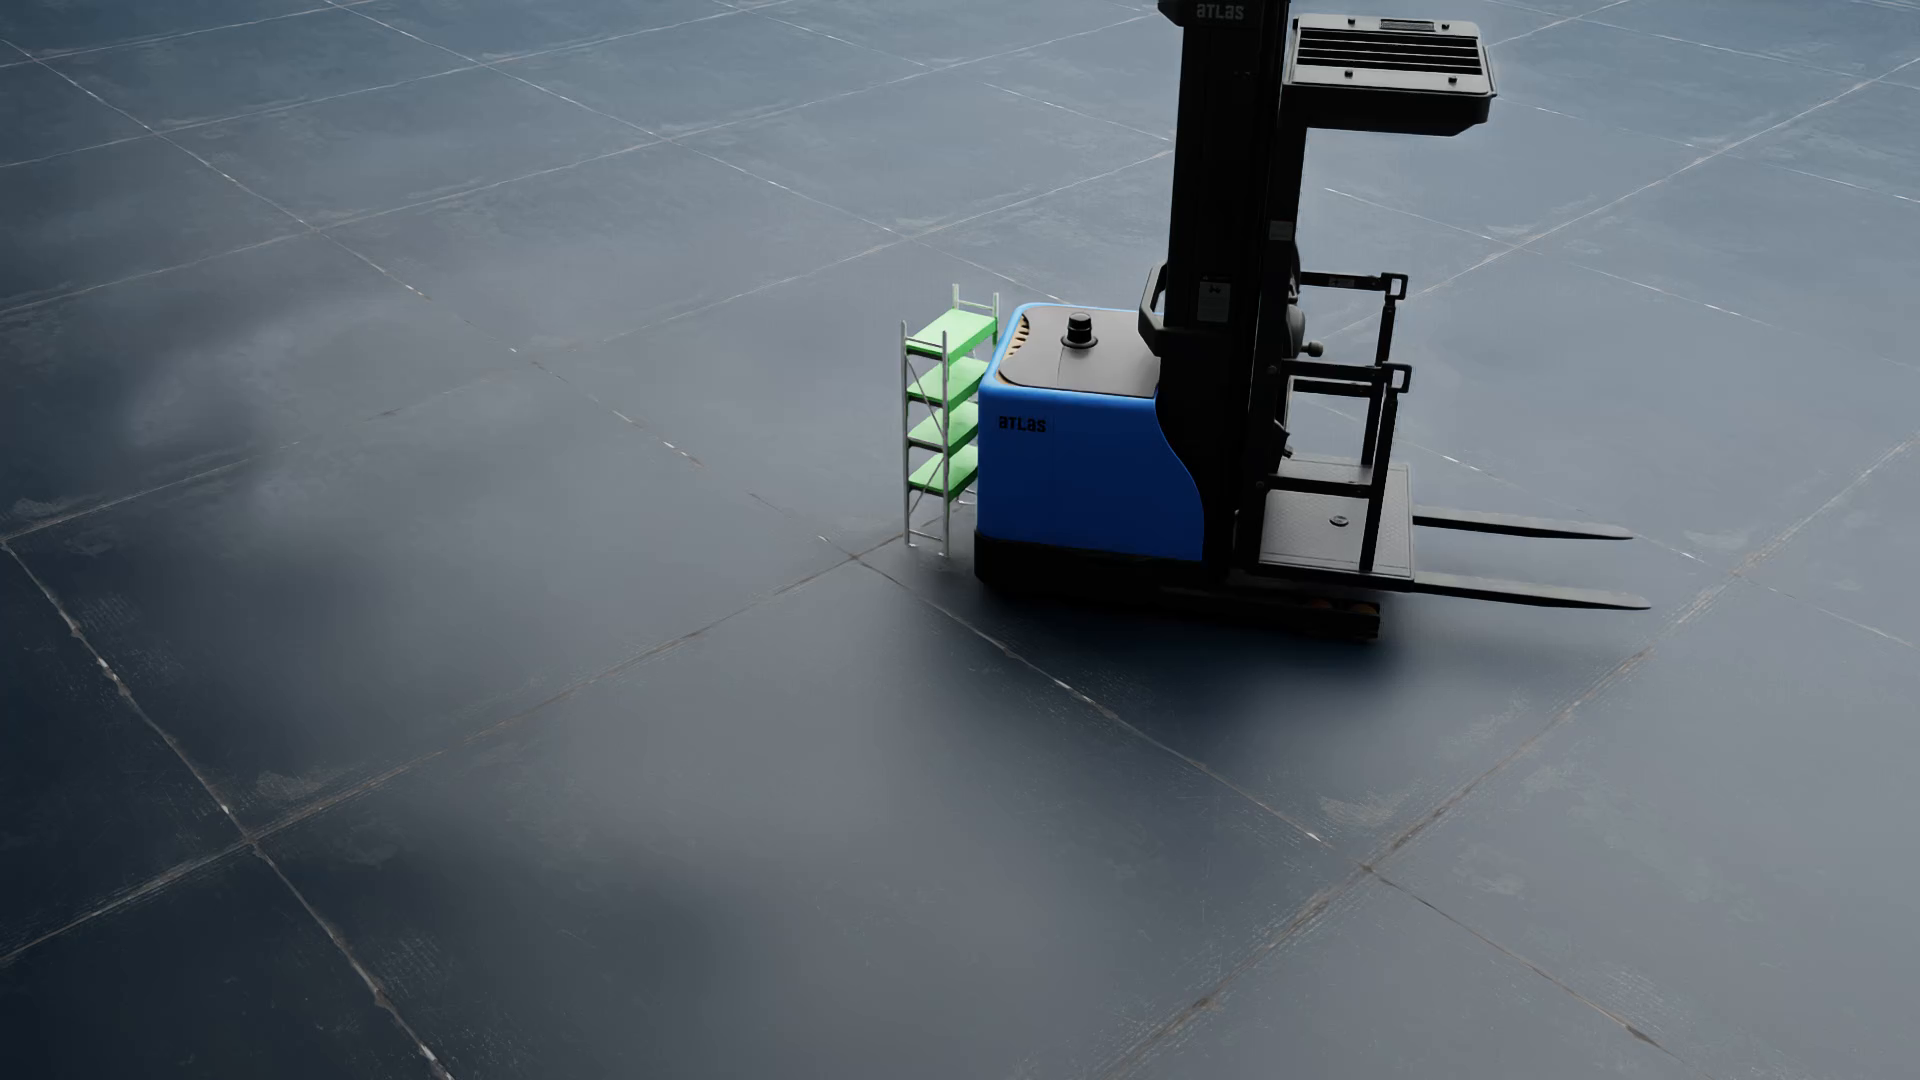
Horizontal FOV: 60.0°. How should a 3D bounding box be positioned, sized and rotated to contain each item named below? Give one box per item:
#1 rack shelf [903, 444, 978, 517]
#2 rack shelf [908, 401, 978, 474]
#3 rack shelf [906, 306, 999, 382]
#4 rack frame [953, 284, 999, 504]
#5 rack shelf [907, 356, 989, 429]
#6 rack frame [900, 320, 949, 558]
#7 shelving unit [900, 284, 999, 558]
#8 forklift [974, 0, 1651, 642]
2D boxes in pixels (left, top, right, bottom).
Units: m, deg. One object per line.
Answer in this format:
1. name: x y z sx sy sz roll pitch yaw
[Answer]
1. rack shelf: -0.045 -0.311 8.191 0.258 0.148 0.480 16 35 25
2. rack shelf: -0.045 -0.516 8.066 0.258 0.148 0.480 16 35 25
3. rack shelf: -0.045 -0.925 7.815 0.258 0.148 0.480 16 35 25
4. rack frame: 0.074 -0.681 8.214 0.240 1.200 0.015 16 35 25
5. rack shelf: -0.045 -0.721 7.941 0.258 0.148 0.480 16 35 25
6. rack frame: -0.164 -0.459 7.851 0.240 1.200 0.015 16 35 25
7. shelving unit: -0.045 -0.570 8.032 0.258 1.200 0.503 16 35 25
8. forklift: 1.638 -1.097 7.234 3.031 2.935 1.130 6 32 10
